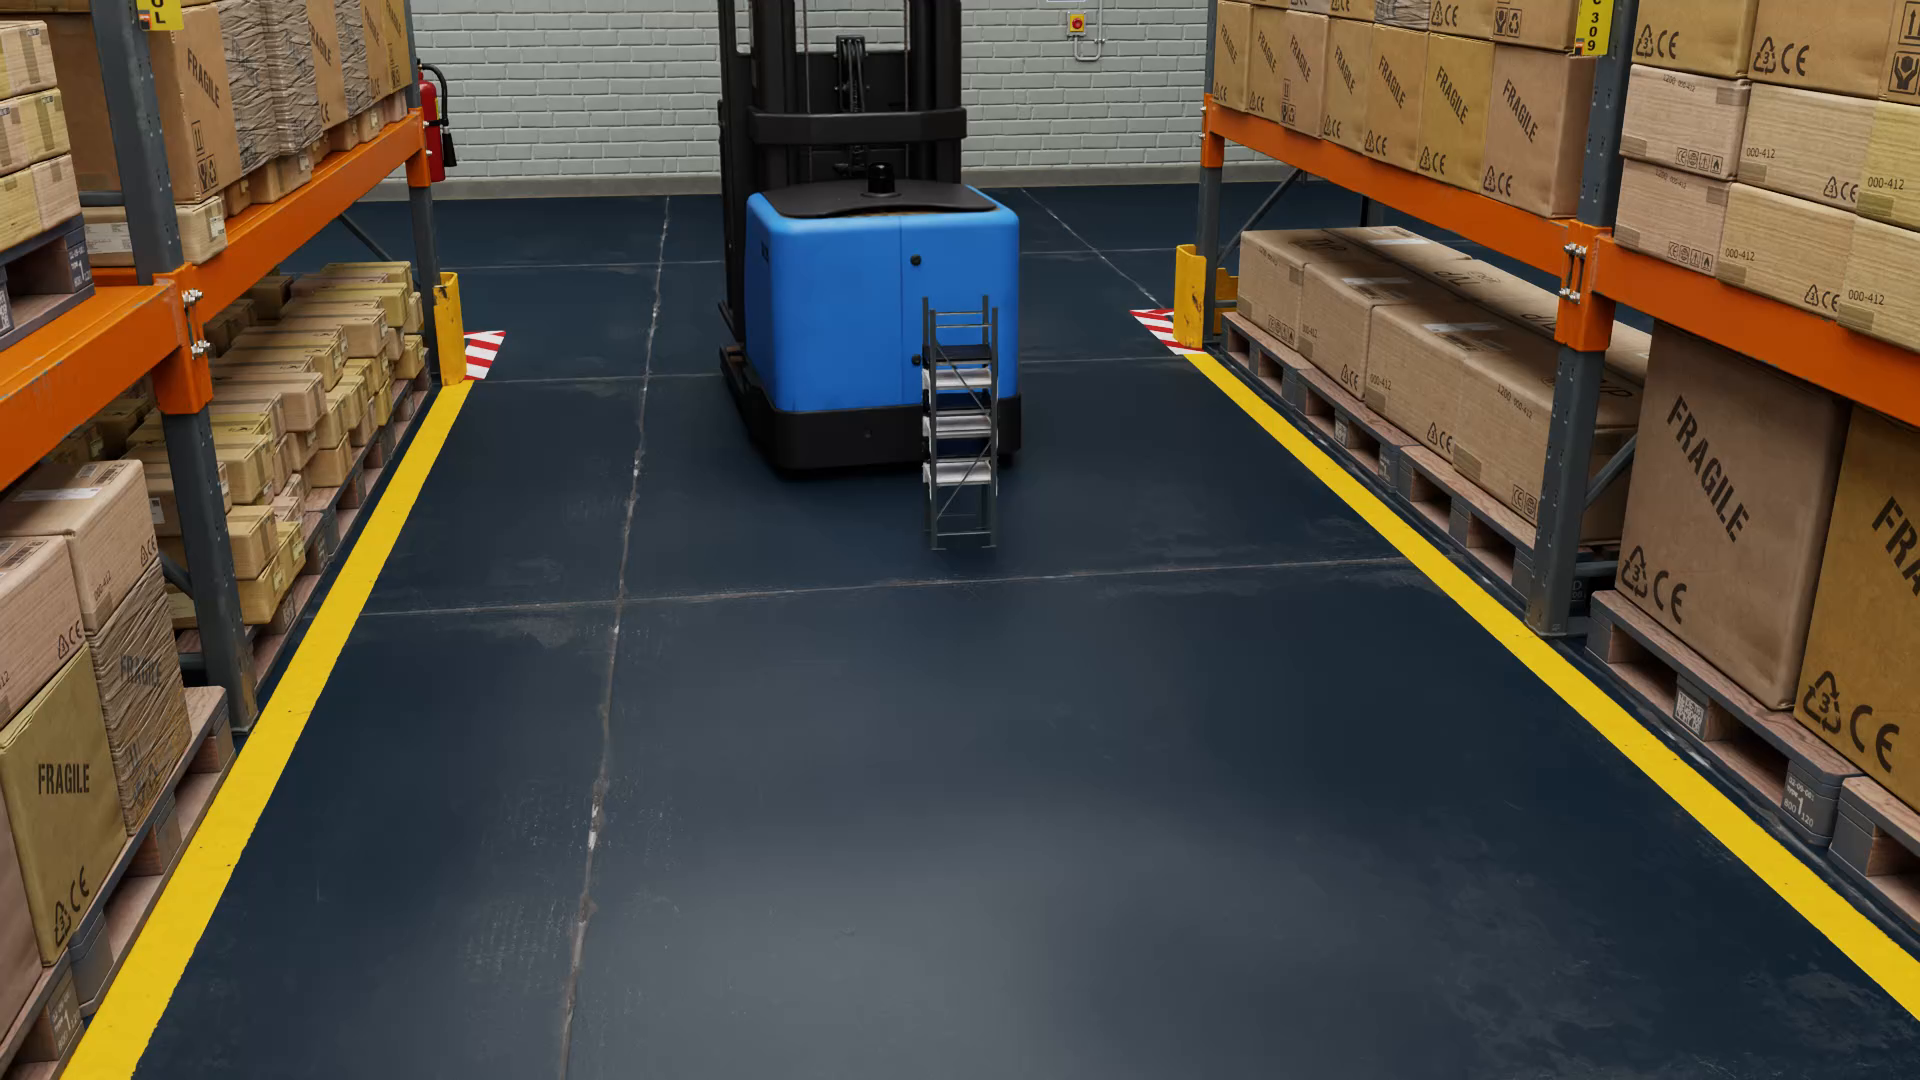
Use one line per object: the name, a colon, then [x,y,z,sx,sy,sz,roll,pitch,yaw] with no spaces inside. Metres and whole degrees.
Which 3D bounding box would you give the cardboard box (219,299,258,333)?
cardboard box: [-3.178,-0.908,6.983,0.380,0.149,0.250,-4,21,-10]

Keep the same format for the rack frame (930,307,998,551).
rack frame: [0.014,-0.389,5.972,0.240,0.900,0.006,-3,21,-8]

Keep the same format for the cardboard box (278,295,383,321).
cardboard box: [-2.659,-0.934,7.055,0.380,0.149,0.250,-4,21,-10]

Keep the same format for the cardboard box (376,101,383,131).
cardboard box: [-2.727,-1.841,7.216,0.380,0.149,0.250,-3,21,-8]

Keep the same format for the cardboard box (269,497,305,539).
cardboard box: [-2.387,-0.025,5.471,0.380,0.149,0.250,-3,21,-8]

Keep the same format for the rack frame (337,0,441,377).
rack frame: [-3.104,-2.231,7.903,1.000,3.000,0.127,-3,21,-8]

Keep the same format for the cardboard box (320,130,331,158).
cardboard box: [-2.678,-1.564,6.476,0.380,0.149,0.250,-4,21,-10]

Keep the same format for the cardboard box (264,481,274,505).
cardboard box: [-2.459,-0.154,5.391,0.380,0.149,0.250,-3,21,-8]

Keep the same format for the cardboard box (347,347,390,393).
cardboard box: [-2.581,-0.705,6.865,0.380,0.149,0.250,-3,21,-7]

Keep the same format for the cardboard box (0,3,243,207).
cardboard box: [-2.349,-1.217,4.618,0.500,0.500,0.500,-3,21,-9]

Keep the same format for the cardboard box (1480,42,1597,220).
cardboard box: [2.037,-1.325,5.335,0.500,0.500,0.500,-3,21,-7]

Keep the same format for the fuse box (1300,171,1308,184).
fuse box: [3.044,-3.919,14.263,0.539,1.711,0.414,-3,21,-8]

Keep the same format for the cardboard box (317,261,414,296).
cardboard box: [-2.776,-1.200,7.767,0.380,0.149,0.250,-3,21,-7]

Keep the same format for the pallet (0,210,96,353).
pallet: [-2.561,-0.484,3.500,1.003,0.211,1.213,-3,21,-8]

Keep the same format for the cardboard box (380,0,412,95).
cardboard box: [-2.784,-2.275,7.451,0.500,0.500,0.500,-2,21,-7]

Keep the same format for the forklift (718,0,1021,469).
forklift: [-0.593,-2.143,7.765,1.130,2.935,3.031,-5,21,-13]

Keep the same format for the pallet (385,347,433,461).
pallet: [-3.011,-0.615,7.562,1.003,0.211,1.213,-3,21,-8]

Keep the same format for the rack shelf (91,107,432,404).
rack shelf: [-2.815,-1.202,6.174,1.077,0.370,4.000,-3,21,-8]

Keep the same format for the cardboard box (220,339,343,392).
cardboard box: [-2.572,-0.658,6.315,0.380,0.149,0.250,-3,21,-7]

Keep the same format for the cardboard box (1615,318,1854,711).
cardboard box: [2.525,-0.122,4.691,0.875,0.875,0.875,-2,21,-6]

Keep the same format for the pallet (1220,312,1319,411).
pallet: [1.973,-0.937,8.422,1.003,0.211,1.213,-3,21,-8]

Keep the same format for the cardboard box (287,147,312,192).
cardboard box: [-2.482,-1.297,5.760,0.380,0.149,0.250,-2,21,-5]

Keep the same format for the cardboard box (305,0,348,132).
cardboard box: [-2.571,-1.748,6.041,0.500,0.500,0.500,-2,21,-5]

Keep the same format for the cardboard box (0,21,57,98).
cardboard box: [-2.276,-1.075,3.715,0.380,0.149,0.250,-2,21,-5]

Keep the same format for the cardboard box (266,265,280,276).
cardboard box: [-3.364,-1.172,7.692,0.380,0.149,0.250,-4,21,-10]

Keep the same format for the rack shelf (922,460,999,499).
rack shelf: [-0.001,-0.225,6.141,0.258,0.077,0.200,-3,21,-8]

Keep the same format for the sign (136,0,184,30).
sign: [-1.978,-1.418,4.070,0.100,0.325,0.005,-3,21,-8]

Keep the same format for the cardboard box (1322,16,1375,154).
cardboard box: [1.810,-1.859,6.762,0.500,0.500,0.500,-2,21,-6]

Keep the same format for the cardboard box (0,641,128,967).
cardboard box: [-2.097,0.549,3.431,0.500,0.500,0.500,-3,21,-9]

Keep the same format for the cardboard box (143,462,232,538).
cardboard box: [-2.372,-0.116,4.863,0.380,0.149,0.250,-2,21,-6]

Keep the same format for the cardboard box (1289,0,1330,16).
cardboard box: [1.731,-2.494,7.035,0.500,0.500,0.500,-3,21,-8]

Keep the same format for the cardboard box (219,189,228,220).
cardboard box: [-2.445,-1.018,5.015,0.380,0.149,0.250,-4,21,-10]

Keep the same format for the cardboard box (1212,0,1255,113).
cardboard box: [1.565,-2.382,8.164,0.500,0.500,0.500,-3,21,-8]

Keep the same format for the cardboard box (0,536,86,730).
cardboard box: [-2.109,0.201,3.293,0.500,0.250,0.500,-2,21,-5]

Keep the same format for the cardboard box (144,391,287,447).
cardboard box: [-2.498,-0.388,5.593,0.380,0.149,0.250,-3,21,-9]

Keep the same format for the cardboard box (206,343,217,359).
cardboard box: [-3.024,-0.636,6.255,0.380,0.149,0.250,-3,21,-8]

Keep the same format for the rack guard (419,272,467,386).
rack guard: [-3.093,-1.034,8.270,1.175,0.500,0.348,-3,21,-8]

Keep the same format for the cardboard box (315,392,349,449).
cardboard box: [-2.485,-0.435,6.142,0.380,0.149,0.250,-3,21,-8]

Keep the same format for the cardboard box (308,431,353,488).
cardboard box: [-2.489,-0.297,6.198,0.380,0.149,0.250,-3,21,-9]

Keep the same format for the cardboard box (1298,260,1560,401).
cardboard box: [2.115,-0.972,7.594,0.875,0.438,0.875,-2,21,-6]

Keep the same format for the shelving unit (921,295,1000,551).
shelving unit: [-0.001,-0.424,6.066,0.258,0.900,0.210,-3,21,-8]

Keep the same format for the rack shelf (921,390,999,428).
rack shelf: [-0.001,-0.477,6.046,0.258,0.077,0.200,-3,21,-8]

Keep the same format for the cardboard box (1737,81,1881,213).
cardboard box: [2.244,-0.949,3.970,0.500,0.250,0.500,-3,21,-7]

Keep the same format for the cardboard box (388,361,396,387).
cardboard box: [-2.731,-0.741,7.387,0.380,0.149,0.250,-3,21,-8]

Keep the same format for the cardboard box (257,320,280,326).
cardboard box: [-3.176,-0.859,7.279,0.380,0.149,0.250,-3,21,-7]

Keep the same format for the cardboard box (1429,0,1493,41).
cardboard box: [1.950,-1.972,5.636,0.500,0.500,0.500,-3,21,-9]

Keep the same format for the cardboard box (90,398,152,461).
cardboard box: [-2.915,-0.362,5.523,0.380,0.149,0.250,-2,21,-6]

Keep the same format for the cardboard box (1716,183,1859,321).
cardboard box: [2.235,-0.716,4.060,0.500,0.250,0.500,-3,21,-9]

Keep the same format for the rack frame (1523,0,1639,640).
rack frame: [2.357,-1.131,4.957,1.000,3.000,0.127,-3,21,-8]

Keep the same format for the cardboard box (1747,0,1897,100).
cardboard box: [2.236,-1.304,3.850,0.500,0.500,0.500,-3,21,-8]

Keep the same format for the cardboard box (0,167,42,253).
cardboard box: [-2.236,-0.708,3.583,0.380,0.149,0.250,-3,21,-7]
